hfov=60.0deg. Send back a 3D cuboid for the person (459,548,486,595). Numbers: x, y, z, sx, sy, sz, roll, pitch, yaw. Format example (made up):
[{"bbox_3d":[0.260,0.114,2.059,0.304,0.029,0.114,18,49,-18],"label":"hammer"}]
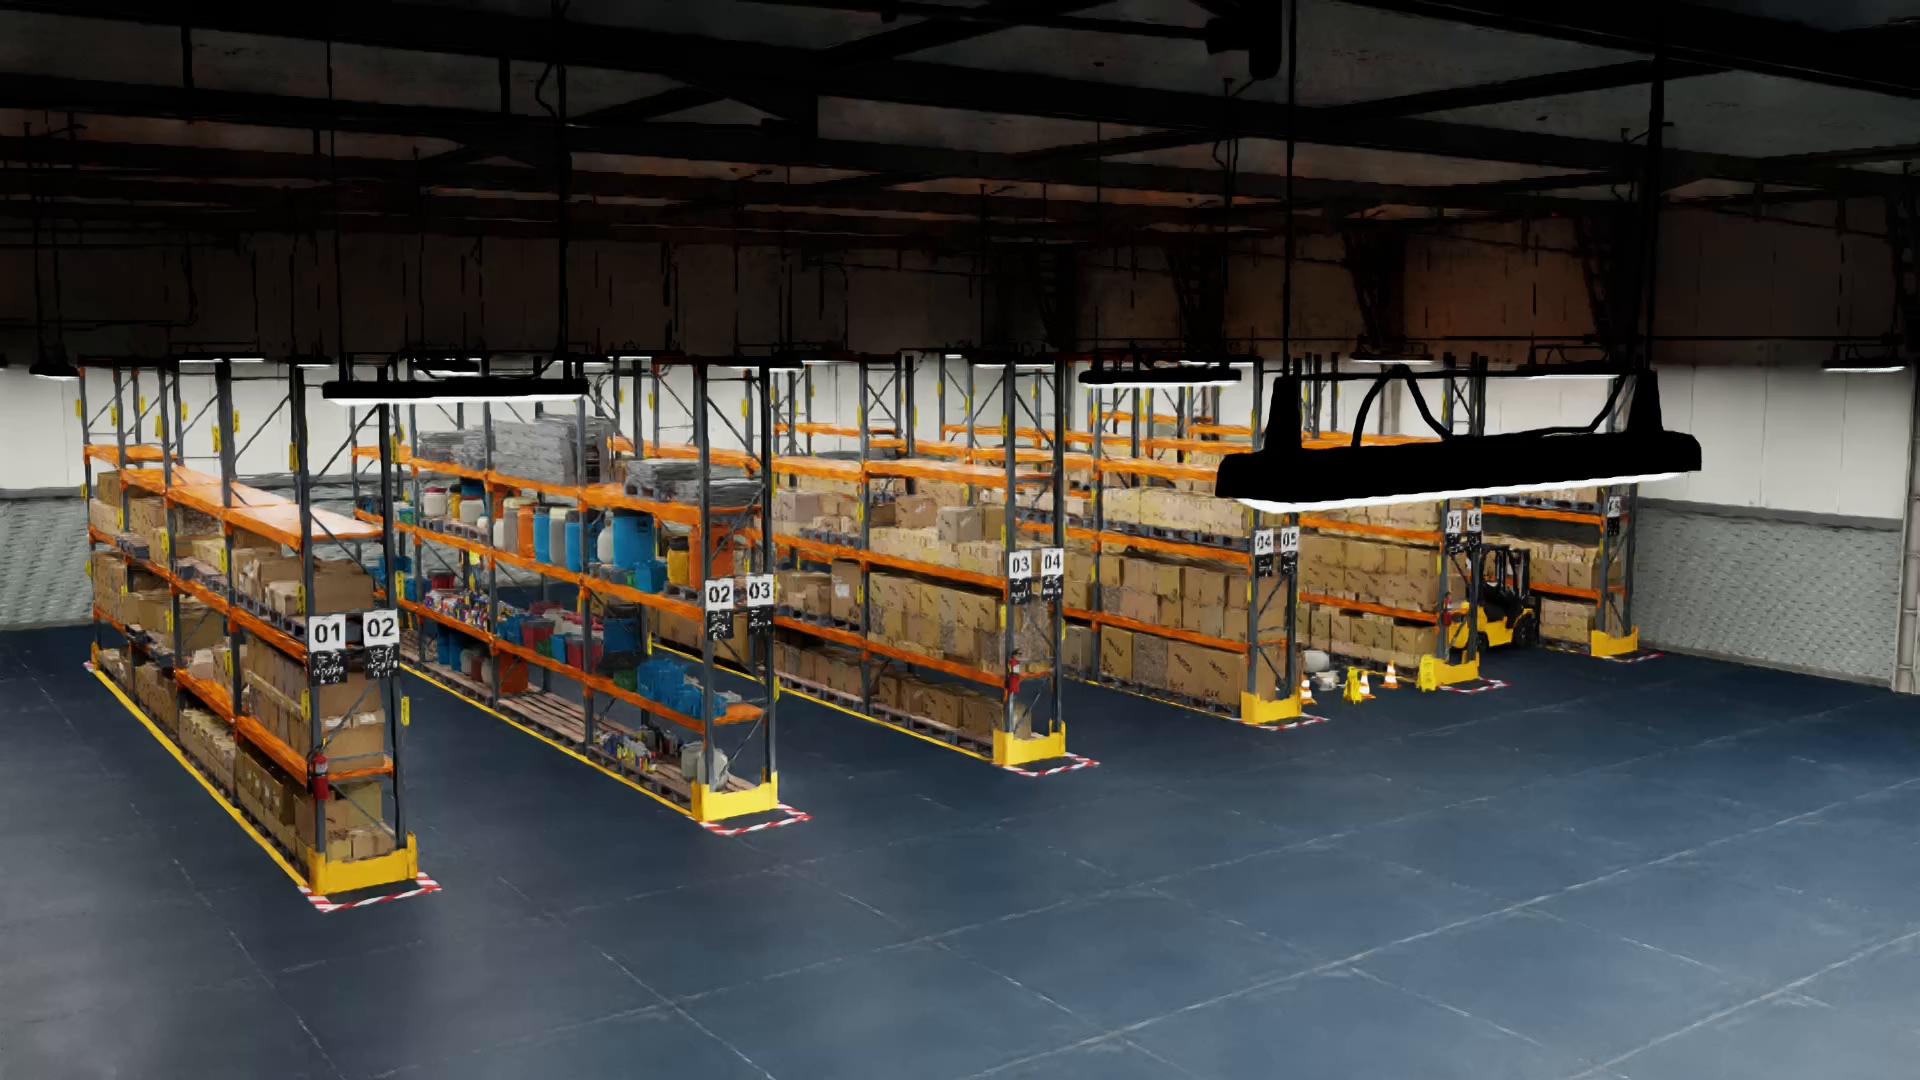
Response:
[{"bbox_3d":[-11.853,0.574,40.372,0.609,1.753,0.579,0,7,0],"label":"person"}]

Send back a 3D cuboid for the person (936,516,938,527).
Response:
[{"bbox_3d":[-0.435,-0.194,46.656,0.554,1.769,0.701,3,8,26],"label":"person"}]
